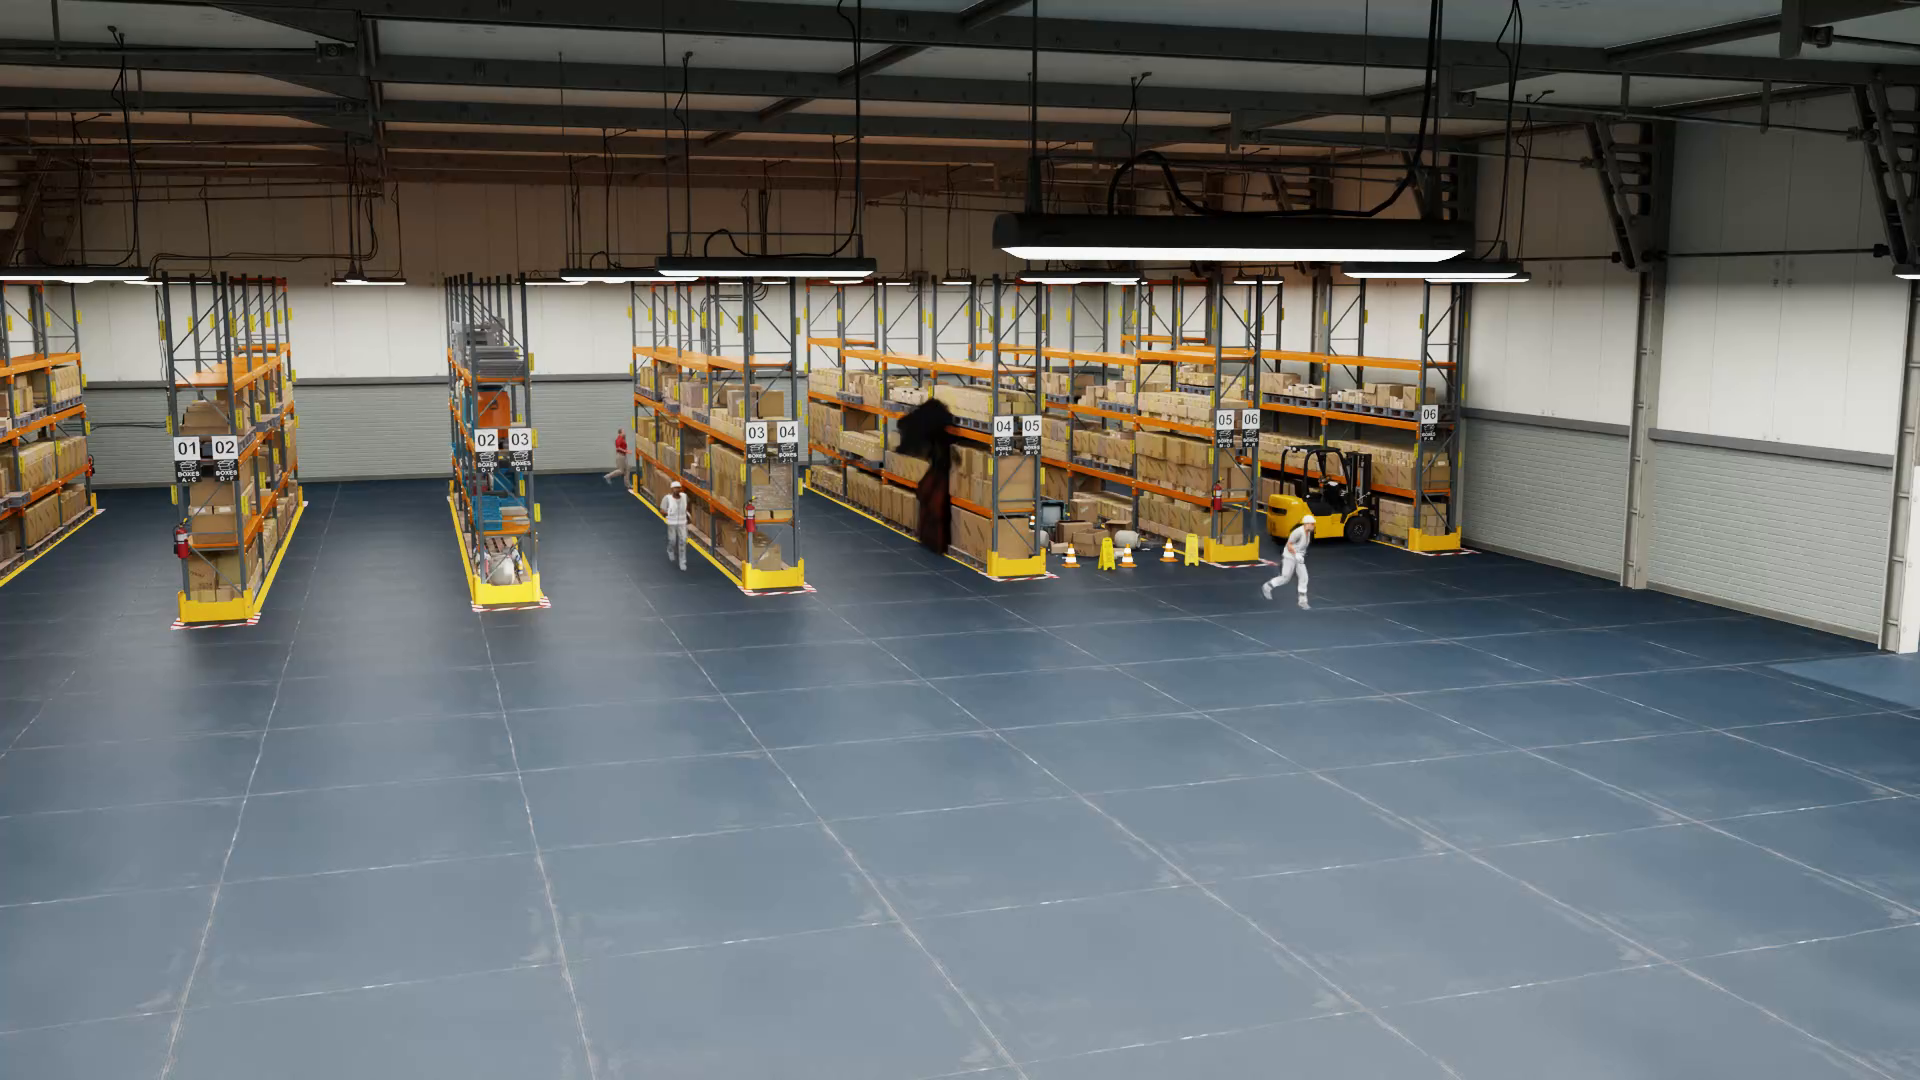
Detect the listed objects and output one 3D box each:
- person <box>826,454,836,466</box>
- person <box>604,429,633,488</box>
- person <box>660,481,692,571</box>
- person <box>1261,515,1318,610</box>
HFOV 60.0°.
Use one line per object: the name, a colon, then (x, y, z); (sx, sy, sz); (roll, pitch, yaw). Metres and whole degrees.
person: (-3.781, -2.582, 49.846); (0.519, 1.637, 0.660); (4, 9, 23)
person: (-9.847, -2.351, 48.083); (0.871, 1.721, 0.671); (-1, 9, -8)
person: (-5.844, -0.318, 34.279); (0.682, 1.807, 0.985); (-3, 9, -21)
person: (5.952, 0.377, 30.063); (1.050, 1.730, 0.689); (6, 10, 33)
